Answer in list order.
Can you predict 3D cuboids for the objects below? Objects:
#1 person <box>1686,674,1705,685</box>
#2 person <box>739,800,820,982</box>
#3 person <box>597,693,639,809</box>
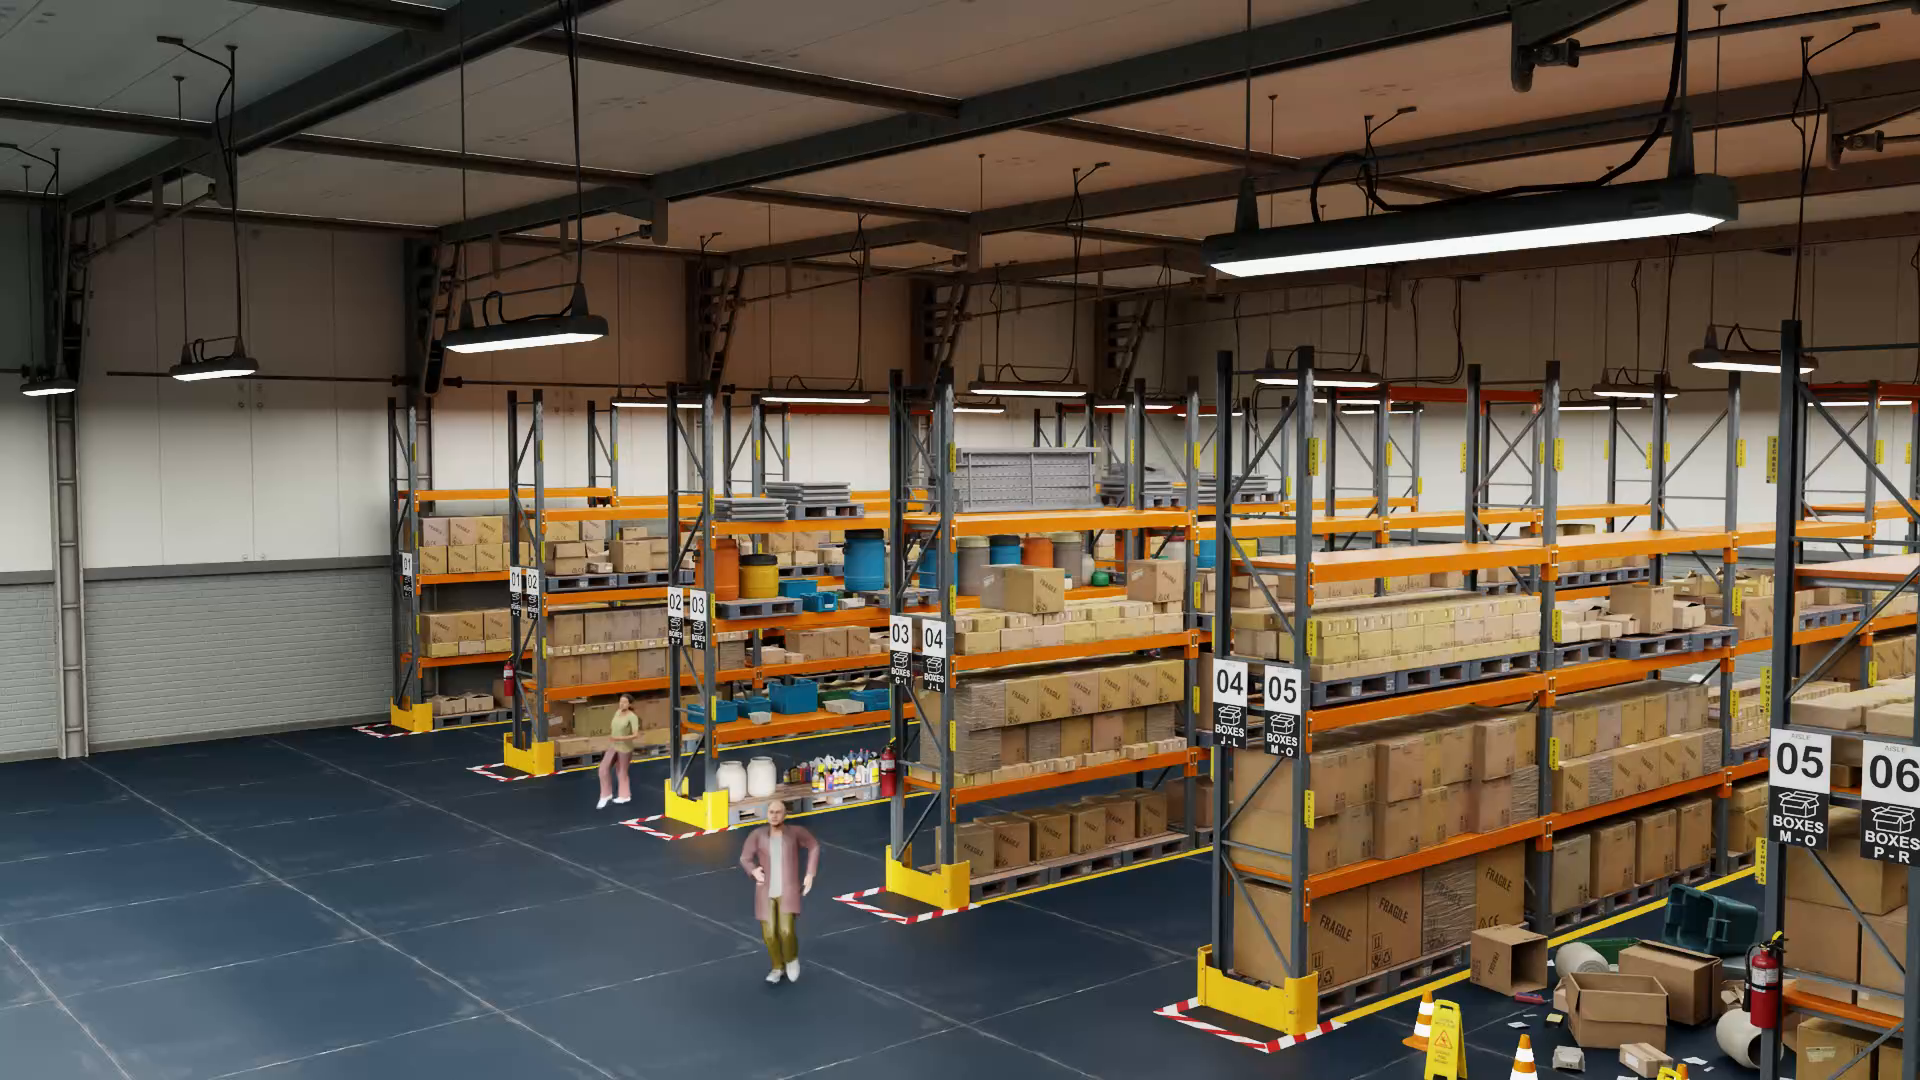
[{"bbox_3d":[10.804,2.863,24.368,0.756,1.809,0.652,-3,4,-42],"label":"person"},{"bbox_3d":[-1.738,3.355,15.776,0.730,1.758,0.690,0,3,6],"label":"person"},{"bbox_3d":[-4.780,2.974,23.506,0.618,1.652,0.659,1,4,23],"label":"person"}]
